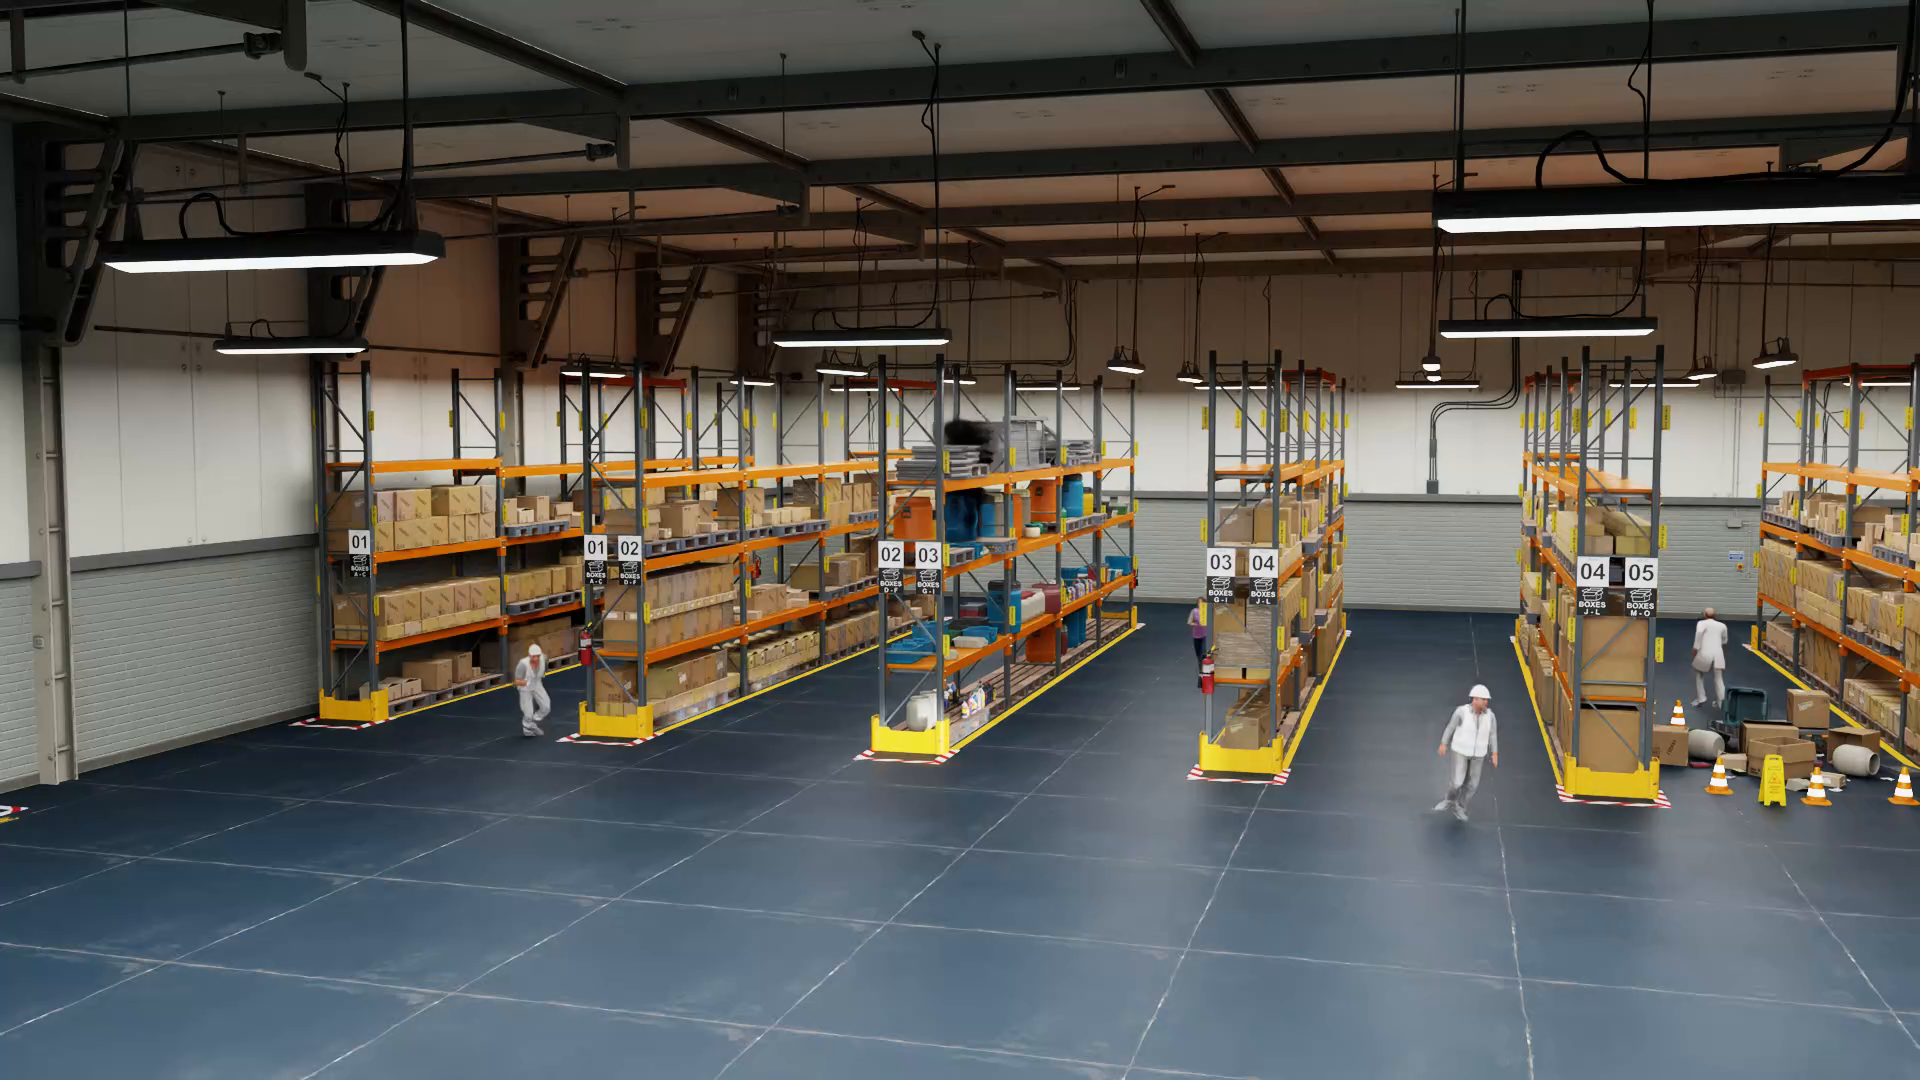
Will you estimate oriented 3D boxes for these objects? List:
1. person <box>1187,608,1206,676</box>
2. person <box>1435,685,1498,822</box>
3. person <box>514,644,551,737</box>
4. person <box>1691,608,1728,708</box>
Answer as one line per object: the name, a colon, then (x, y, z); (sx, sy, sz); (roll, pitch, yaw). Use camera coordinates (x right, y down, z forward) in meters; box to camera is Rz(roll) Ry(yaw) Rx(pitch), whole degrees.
person: (4.662, 2.001, 32.113); (0.525, 1.406, 0.817); (1, 4, 17)
person: (6.359, 2.663, 20.812); (0.692, 1.748, 0.599); (0, 4, -6)
person: (-6.674, 2.366, 26.051); (0.721, 1.538, 0.978); (-3, 5, -39)
person: (13.078, 2.070, 28.975); (0.700, 1.756, 1.060); (0, 4, 6)
